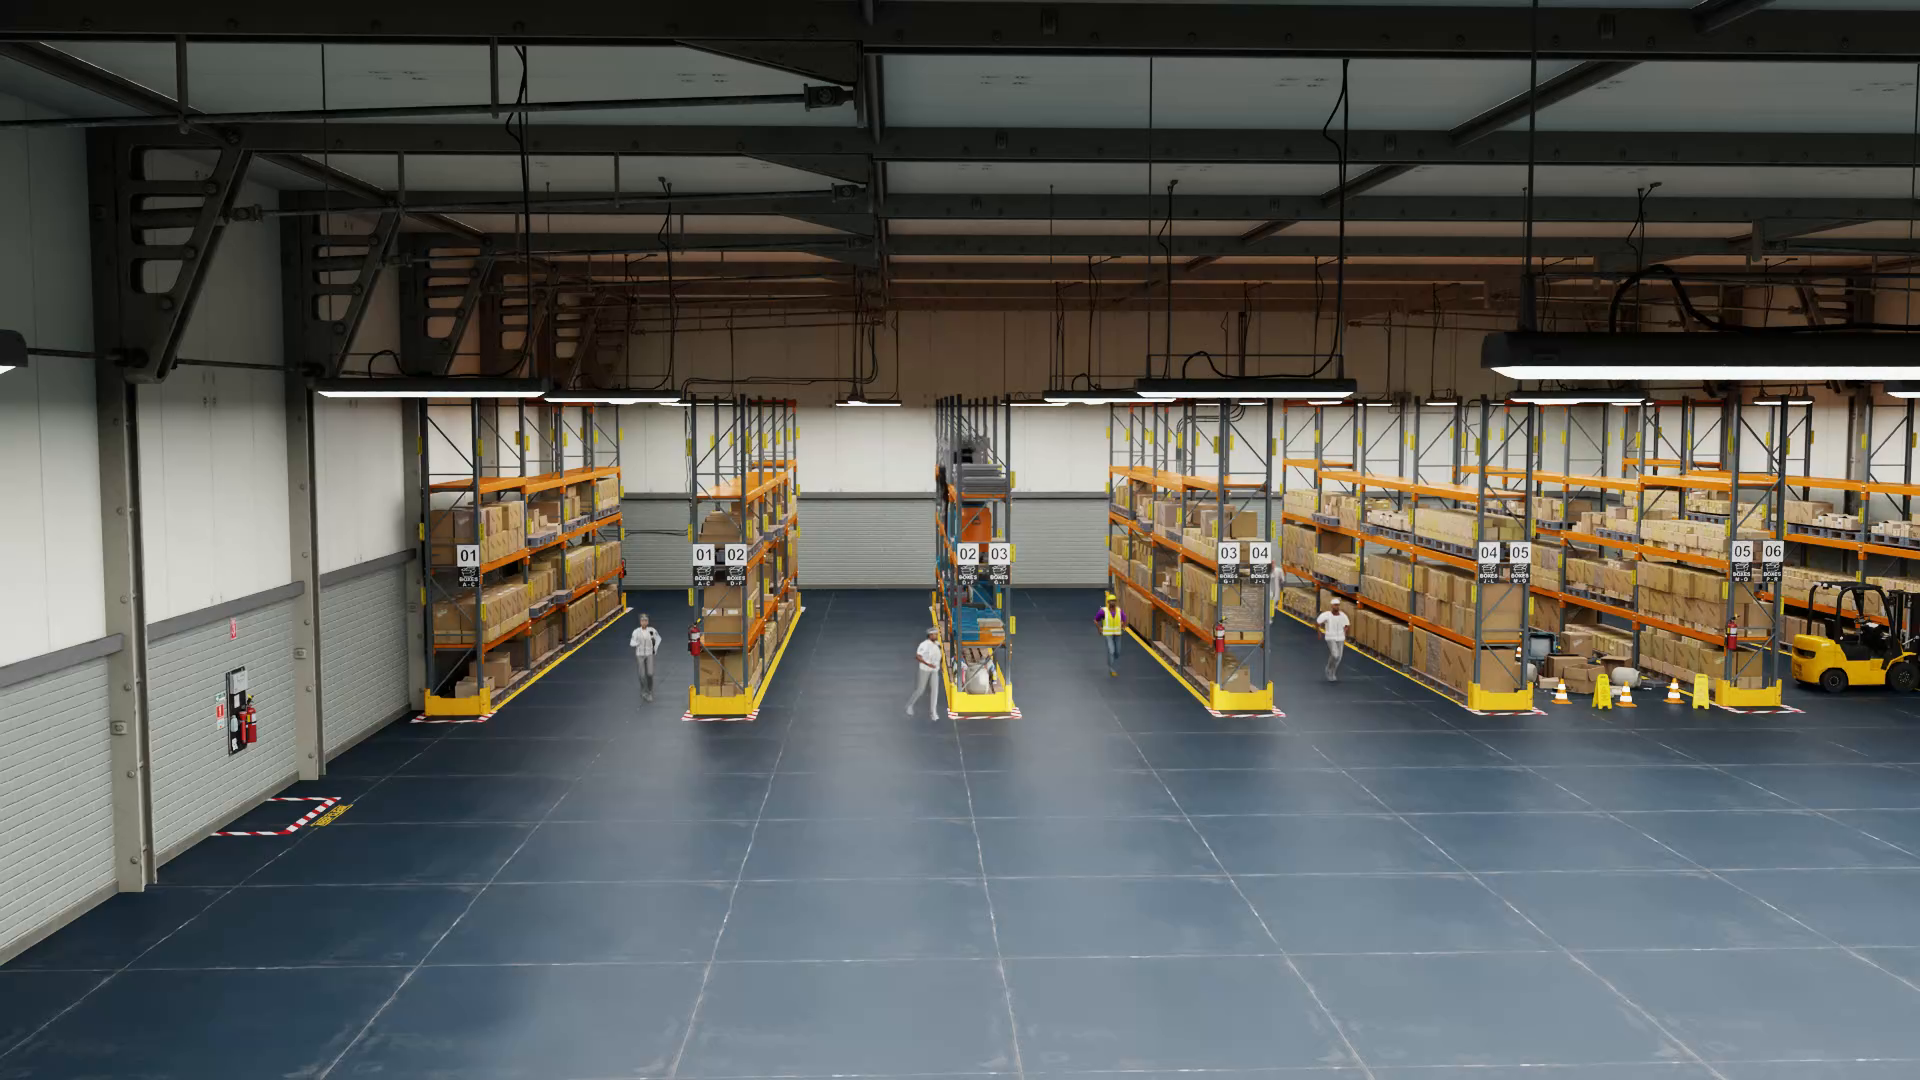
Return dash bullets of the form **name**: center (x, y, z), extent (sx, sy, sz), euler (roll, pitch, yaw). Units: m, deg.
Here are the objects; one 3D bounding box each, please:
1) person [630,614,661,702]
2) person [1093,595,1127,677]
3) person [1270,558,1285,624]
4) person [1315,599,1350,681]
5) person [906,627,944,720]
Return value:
- **person**: center (-6.180, 2.309, 32.686), extent (0.592, 1.734, 0.684), euler (-1, 5, -9)
- **person**: center (3.260, 2.044, 35.744), extent (0.714, 1.739, 0.808), euler (-1, 5, -12)
- **person**: center (8.280, 1.392, 44.026), extent (0.670, 1.818, 0.783), euler (0, 5, -3)
- **person**: center (7.872, 2.097, 34.871), extent (0.686, 1.739, 0.667), euler (-1, 5, -14)
- **person**: center (-0.552, 2.447, 30.893), extent (0.658, 1.684, 0.852), euler (-3, 6, -38)
